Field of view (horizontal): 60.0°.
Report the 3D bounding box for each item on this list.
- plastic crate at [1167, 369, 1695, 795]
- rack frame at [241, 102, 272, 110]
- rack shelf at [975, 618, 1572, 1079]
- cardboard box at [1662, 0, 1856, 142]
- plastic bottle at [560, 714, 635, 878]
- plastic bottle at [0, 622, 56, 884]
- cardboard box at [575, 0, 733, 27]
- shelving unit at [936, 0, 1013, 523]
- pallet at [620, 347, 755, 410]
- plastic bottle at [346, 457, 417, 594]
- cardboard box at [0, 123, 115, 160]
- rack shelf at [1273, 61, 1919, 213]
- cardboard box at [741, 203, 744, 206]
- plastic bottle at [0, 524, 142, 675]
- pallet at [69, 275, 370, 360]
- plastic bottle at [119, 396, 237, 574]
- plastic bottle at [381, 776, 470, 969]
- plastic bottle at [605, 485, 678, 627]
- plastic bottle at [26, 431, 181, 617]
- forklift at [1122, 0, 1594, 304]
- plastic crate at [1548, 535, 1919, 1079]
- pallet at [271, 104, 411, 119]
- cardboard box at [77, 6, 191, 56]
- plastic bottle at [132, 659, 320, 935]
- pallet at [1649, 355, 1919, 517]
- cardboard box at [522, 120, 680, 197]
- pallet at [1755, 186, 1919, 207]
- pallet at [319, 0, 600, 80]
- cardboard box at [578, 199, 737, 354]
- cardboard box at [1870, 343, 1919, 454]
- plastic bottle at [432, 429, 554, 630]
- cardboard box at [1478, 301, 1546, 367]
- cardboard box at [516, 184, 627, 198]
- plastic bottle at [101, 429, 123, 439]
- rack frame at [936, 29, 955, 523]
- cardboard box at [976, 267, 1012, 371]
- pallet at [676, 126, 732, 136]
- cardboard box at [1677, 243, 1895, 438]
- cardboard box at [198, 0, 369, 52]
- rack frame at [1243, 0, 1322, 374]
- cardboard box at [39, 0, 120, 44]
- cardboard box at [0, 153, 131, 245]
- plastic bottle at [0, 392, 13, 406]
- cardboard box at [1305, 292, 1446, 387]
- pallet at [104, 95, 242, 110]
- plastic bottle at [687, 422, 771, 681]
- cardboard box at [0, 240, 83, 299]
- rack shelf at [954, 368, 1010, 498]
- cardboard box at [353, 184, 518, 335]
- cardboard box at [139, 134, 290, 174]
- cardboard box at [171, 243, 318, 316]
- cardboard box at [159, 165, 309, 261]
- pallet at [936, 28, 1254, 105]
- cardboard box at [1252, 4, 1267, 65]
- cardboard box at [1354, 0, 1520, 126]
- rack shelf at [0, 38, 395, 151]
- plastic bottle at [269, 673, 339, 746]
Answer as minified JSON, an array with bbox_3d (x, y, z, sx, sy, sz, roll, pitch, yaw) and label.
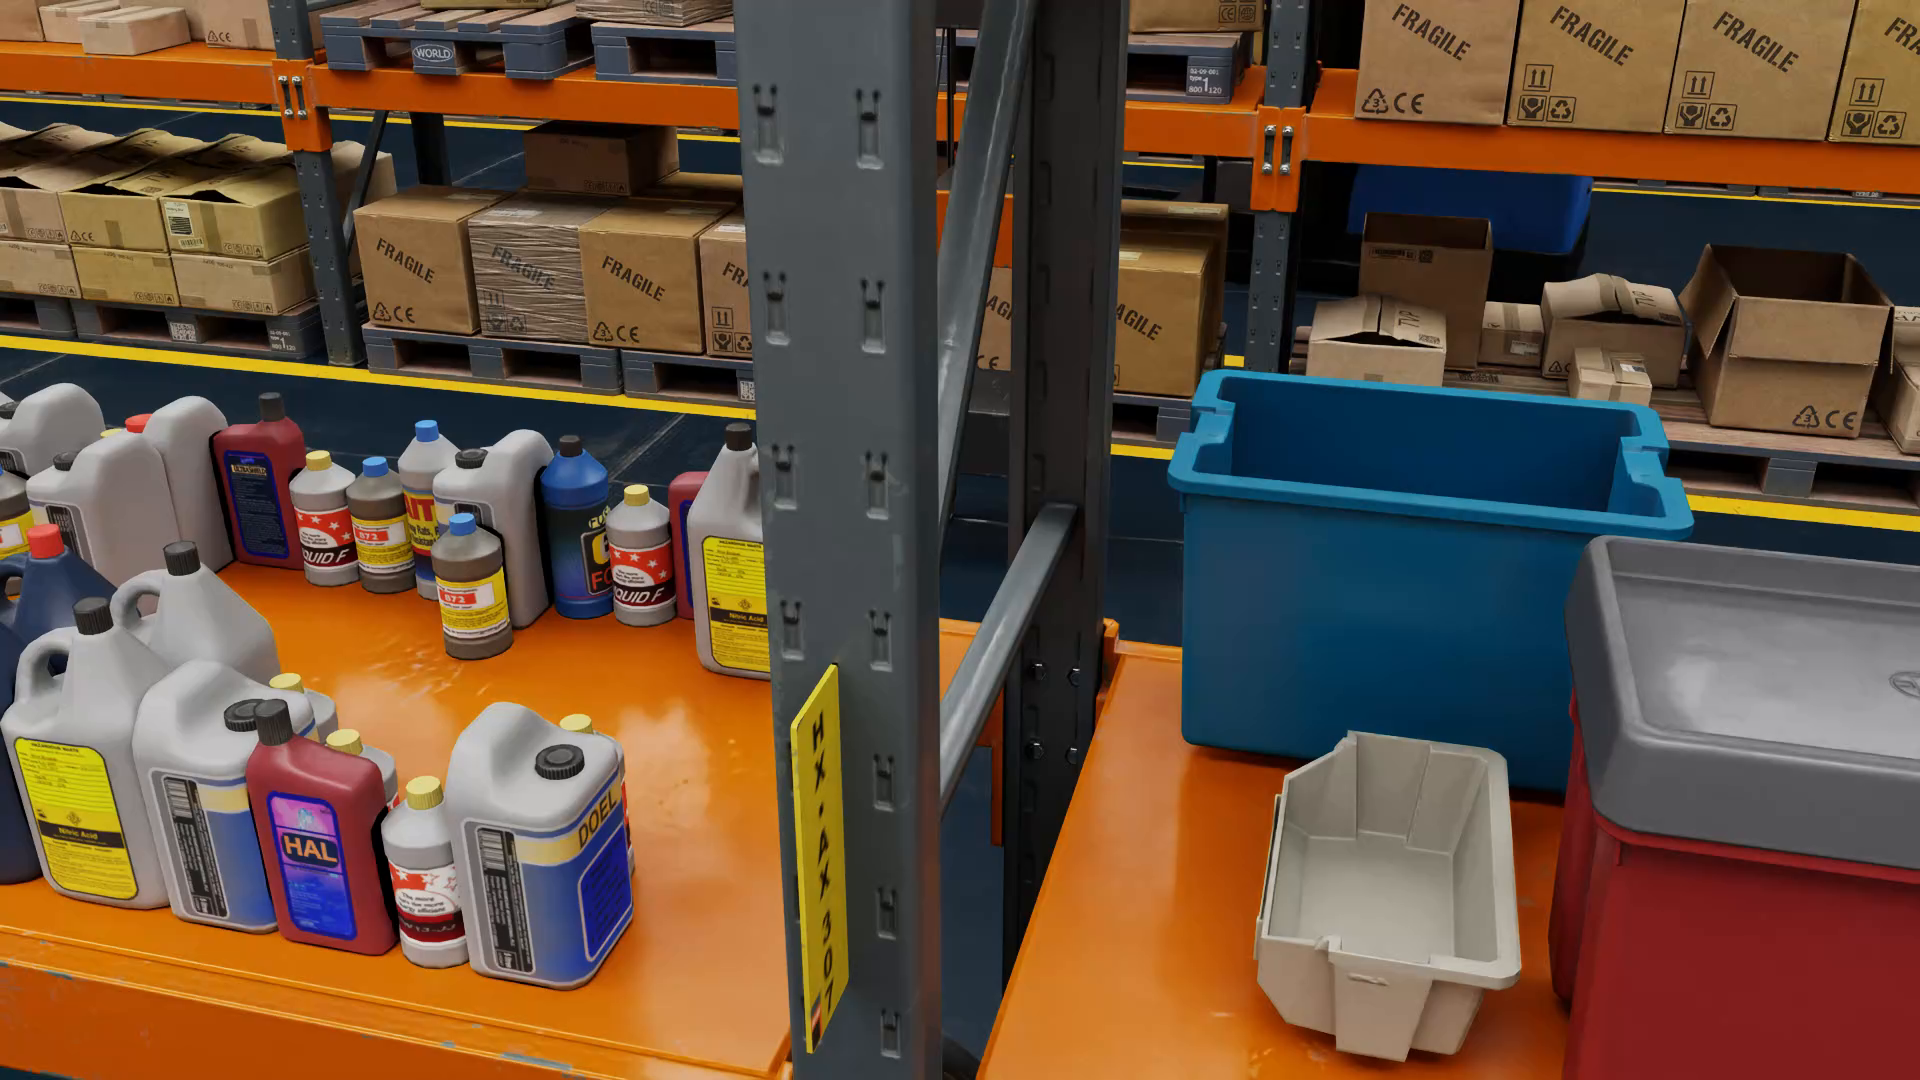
[{"bbox_3d":[0.562,0.052,2.100,0.575,0.384,0.392,6,26,13],"label":"plastic crate"},{"bbox_3d":[-5.256,-4.817,12.379,0.127,3.000,1.000,6,26,13],"label":"rack frame"},{"bbox_3d":[1.962,0.703,1.622,4.000,0.370,1.077,6,26,13],"label":"rack shelf"},{"bbox_3d":[2.668,-1.667,5.646,0.500,0.500,0.500,6,26,13],"label":"cardboard box"},{"bbox_3d":[-0.425,0.292,1.879,0.097,0.201,0.097,0,25,0],"label":"plastic bottle"},{"bbox_3d":[-1.126,0.204,1.889,0.185,0.351,0.144,6,26,13],"label":"plastic bottle"},{"bbox_3d":[-1.136,-2.363,6.619,0.500,0.500,0.700,11,28,23],"label":"cardboard box"},{"bbox_3d":[0.160,-0.930,5.261,0.503,2.100,0.431,6,26,13],"label":"shelving unit"},{"bbox_3d":[-0.721,-0.840,7.269,1.213,0.211,1.003,6,26,13],"label":"pallet"},{"bbox_3d":[-0.883,-0.028,2.551,0.097,0.201,0.097,0,25,0],"label":"plastic bottle"},{"bbox_3d":[-4.548,-1.869,8.244,0.500,0.311,0.500,6,26,12],"label":"cardboard box"},{"bbox_3d":[3.199,-1.359,5.952,4.000,0.370,1.077,6,26,13],"label":"rack shelf"},{"bbox_3d":[-0.637,-1.285,7.355,0.500,0.500,0.500,5,26,11],"label":"cardboard box"},{"bbox_3d":[-1.090,0.144,2.015,0.185,0.351,0.144,6,26,13],"label":"plastic bottle"},{"bbox_3d":[-3.400,-1.172,7.965,1.213,0.211,1.003,6,26,13],"label":"pallet"},{"bbox_3d":[-1.226,-0.088,2.589,0.135,0.276,0.152,6,26,13],"label":"plastic bottle"},{"bbox_3d":[-0.557,0.345,1.767,0.097,0.201,0.097,0,25,0],"label":"plastic bottle"},{"bbox_3d":[-0.470,0.018,2.455,0.097,0.201,0.097,0,25,0],"label":"plastic bottle"},{"bbox_3d":[-1.263,-0.024,2.456,0.135,0.276,0.152,6,26,13],"label":"plastic bottle"},{"bbox_3d":[1.711,-2.848,8.323,3.031,2.935,1.130,11,28,22],"label":"forklift"},{"bbox_3d":[0.827,0.308,1.470,0.583,0.464,0.402,6,26,13],"label":"plastic crate"},{"bbox_3d":[-4.501,-3.475,12.804,1.213,0.211,1.003,6,26,13],"label":"pallet"},{"bbox_3d":[-3.552,-2.194,7.161,0.250,0.149,0.380,6,26,13],"label":"cardboard box"},{"bbox_3d":[-0.791,0.273,1.831,0.135,0.276,0.152,6,26,13],"label":"plastic bottle"},{"bbox_3d":[3.112,-0.435,6.419,1.213,0.211,1.003,6,26,13],"label":"pallet"},{"bbox_3d":[-1.592,-1.728,7.414,0.500,0.250,0.500,7,26,15],"label":"cardboard box"},{"bbox_3d":[5.572,-2.326,10.391,1.213,0.211,1.003,6,26,13],"label":"pallet"},{"bbox_3d":[-1.938,-2.196,7.097,1.003,0.211,1.213,6,26,13],"label":"pallet"},{"bbox_3d":[-1.249,-1.119,7.007,0.500,0.500,0.500,6,26,12],"label":"cardboard box"},{"bbox_3d":[3.635,-0.497,5.991,0.500,0.250,0.500,6,26,13],"label":"cardboard box"},{"bbox_3d":[-0.683,-0.028,2.463,0.135,0.276,0.152,6,26,13],"label":"plastic bottle"},{"bbox_3d":[2.262,-0.851,6.854,0.250,0.149,0.380,6,26,13],"label":"cardboard box"},{"bbox_3d":[-1.648,-1.394,7.584,0.500,0.500,0.500,7,26,15],"label":"cardboard box"},{"bbox_3d":[-1.331,-0.078,2.655,0.097,0.201,0.097,0,25,0],"label":"plastic bottle"},{"bbox_3d":[-0.076,-0.956,5.316,0.015,2.100,0.400,6,26,13],"label":"rack frame"},{"bbox_3d":[0.236,-0.958,6.669,0.500,0.500,0.500,6,26,13],"label":"cardboard box"},{"bbox_3d":[-2.138,-3.214,12.256,1.213,0.211,1.003,6,26,13],"label":"pallet"},{"bbox_3d":[3.083,-0.771,6.271,0.637,0.503,0.797,6,26,13],"label":"cardboard box"},{"bbox_3d":[-2.953,-2.343,7.286,0.500,0.311,0.500,8,27,16],"label":"cardboard box"},{"bbox_3d":[1.262,-1.898,6.247,0.127,3.000,1.000,6,26,13],"label":"rack frame"},{"bbox_3d":[-3.861,-2.326,7.438,0.250,0.149,0.380,8,27,17],"label":"cardboard box"},{"bbox_3d":[-4.174,-1.589,7.656,0.500,0.311,0.500,6,26,13],"label":"cardboard box"},{"bbox_3d":[-1.556,-0.134,2.692,0.097,0.271,0.097,0,25,0],"label":"plastic bottle"},{"bbox_3d":[1.615,-0.748,6.447,0.500,0.311,0.500,6,26,13],"label":"cardboard box"},{"bbox_3d":[-5.915,-3.615,13.098,1.213,0.211,1.003,6,26,13],"label":"pallet"},{"bbox_3d":[-0.275,0.009,2.299,0.185,0.351,0.144,6,26,13],"label":"plastic bottle"},{"bbox_3d":[-4.169,-1.338,7.781,0.500,0.250,0.500,7,26,14],"label":"cardboard box"},{"bbox_3d":[0.160,-0.286,5.568,0.480,0.518,0.431,6,26,13],"label":"rack shelf"},{"bbox_3d":[-2.242,-1.229,7.237,0.500,0.500,0.500,7,26,15],"label":"cardboard box"},{"bbox_3d":[-3.557,-1.759,8.012,0.500,0.311,0.500,6,26,12],"label":"cardboard box"},{"bbox_3d":[-3.182,-1.229,7.552,0.500,0.250,0.500,7,26,14],"label":"cardboard box"},{"bbox_3d":[-3.181,-1.481,7.429,0.500,0.311,0.500,7,26,14],"label":"cardboard box"},{"bbox_3d":[0.515,-1.942,6.564,1.213,0.211,1.003,6,26,13],"label":"pallet"},{"bbox_3d":[1.830,-3.195,10.984,0.750,0.750,0.750,7,26,14],"label":"cardboard box"},{"bbox_3d":[1.688,-1.775,5.873,0.500,0.500,0.500,7,26,14],"label":"cardboard box"},{"bbox_3d":[-4.549,-2.216,7.751,4.000,0.370,1.077,6,26,13],"label":"rack shelf"},{"bbox_3d":[-0.778,0.253,1.961,0.097,0.201,0.097,0,25,0],"label":"plastic bottle"}]
